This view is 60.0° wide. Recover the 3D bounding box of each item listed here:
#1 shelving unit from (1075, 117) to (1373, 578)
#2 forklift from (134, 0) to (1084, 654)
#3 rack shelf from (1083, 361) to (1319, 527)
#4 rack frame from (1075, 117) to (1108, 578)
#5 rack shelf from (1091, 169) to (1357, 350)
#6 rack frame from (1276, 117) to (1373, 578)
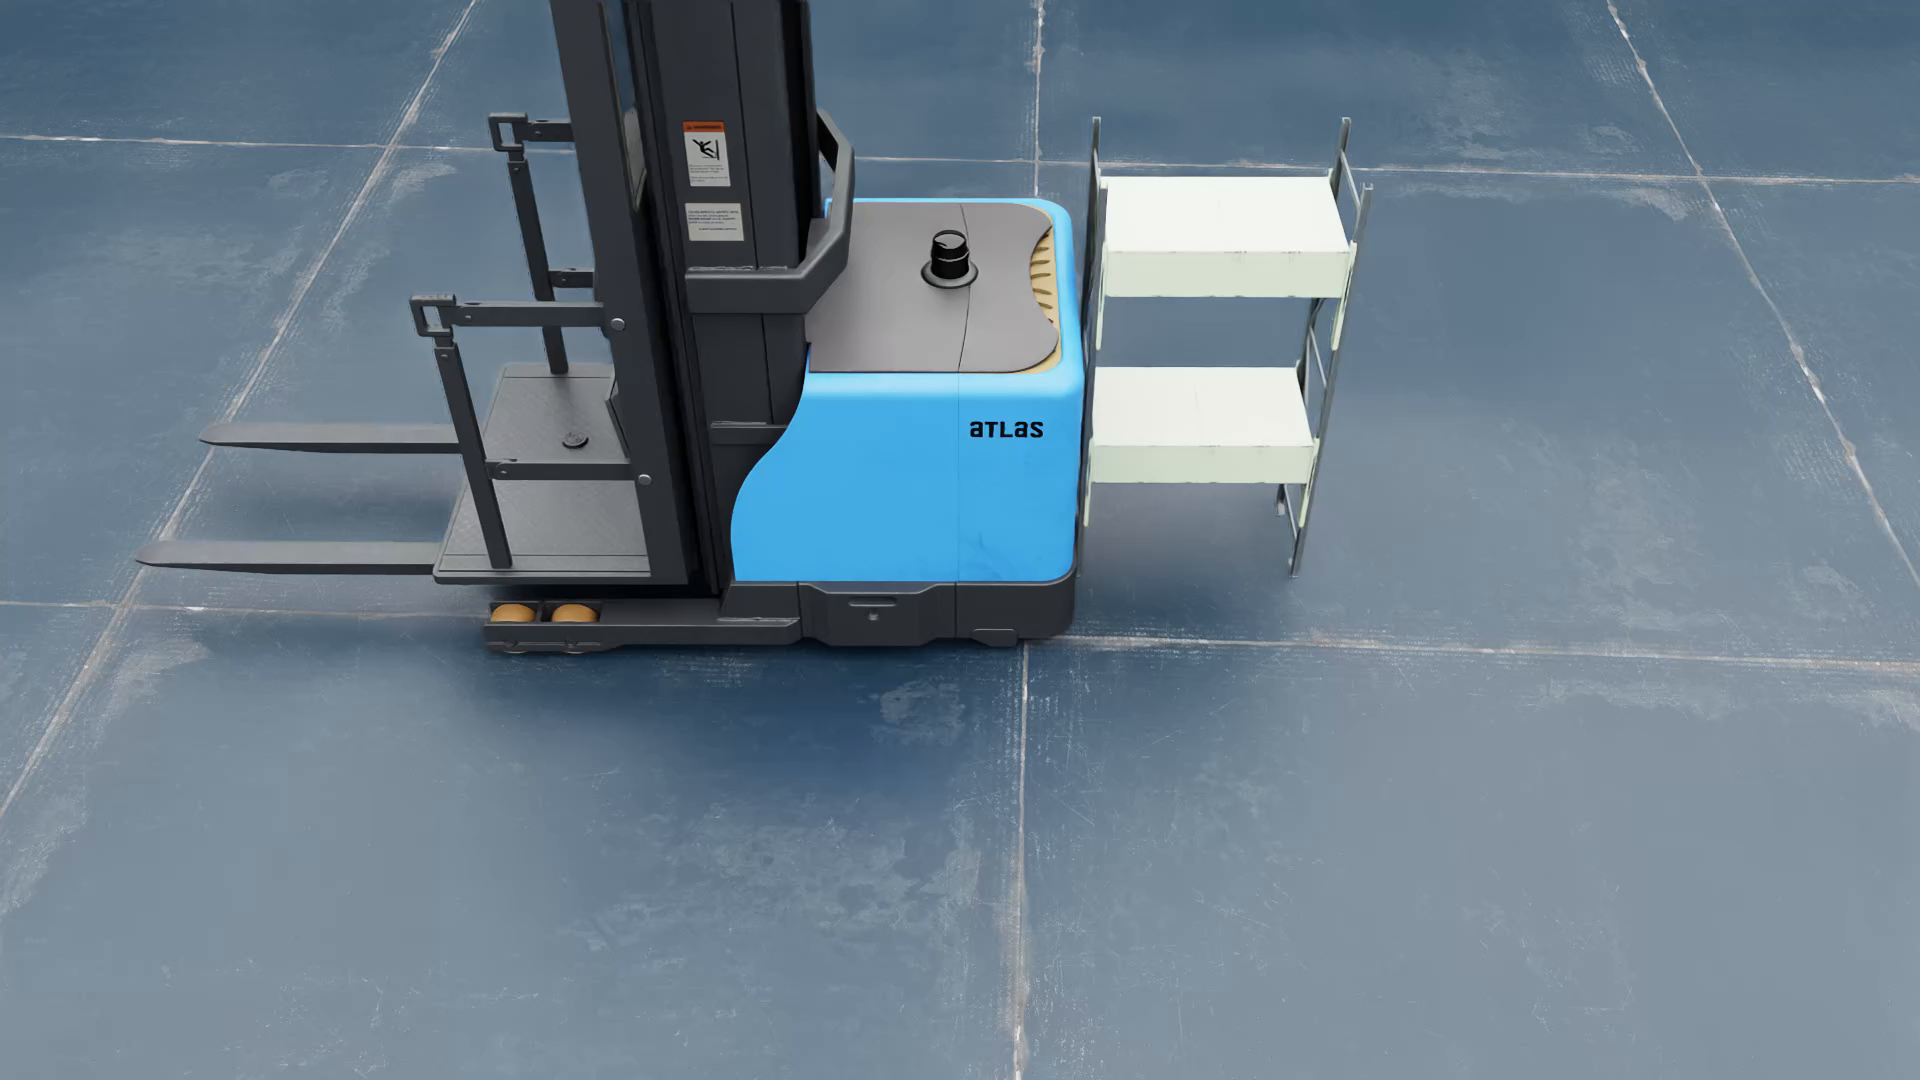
[{"bbox_3d":[0.765,-0.556,5.247,0.755,1.500,0.431,0,43,0],"label":"shelving unit"},{"bbox_3d":[-1.147,-1.068,4.746,3.031,2.935,1.130,0,43,0],"label":"forklift"},{"bbox_3d":[0.765,-0.318,5.469,0.720,0.370,0.431,0,43,0],"label":"rack shelf"},{"bbox_3d":[0.399,-0.558,5.248,0.023,1.500,0.400,0,43,0],"label":"rack frame"},{"bbox_3d":[0.765,-0.842,4.981,0.720,0.370,0.431,0,43,0],"label":"rack shelf"},{"bbox_3d":[1.131,-0.555,5.246,0.023,1.500,0.400,0,43,0],"label":"rack frame"}]
